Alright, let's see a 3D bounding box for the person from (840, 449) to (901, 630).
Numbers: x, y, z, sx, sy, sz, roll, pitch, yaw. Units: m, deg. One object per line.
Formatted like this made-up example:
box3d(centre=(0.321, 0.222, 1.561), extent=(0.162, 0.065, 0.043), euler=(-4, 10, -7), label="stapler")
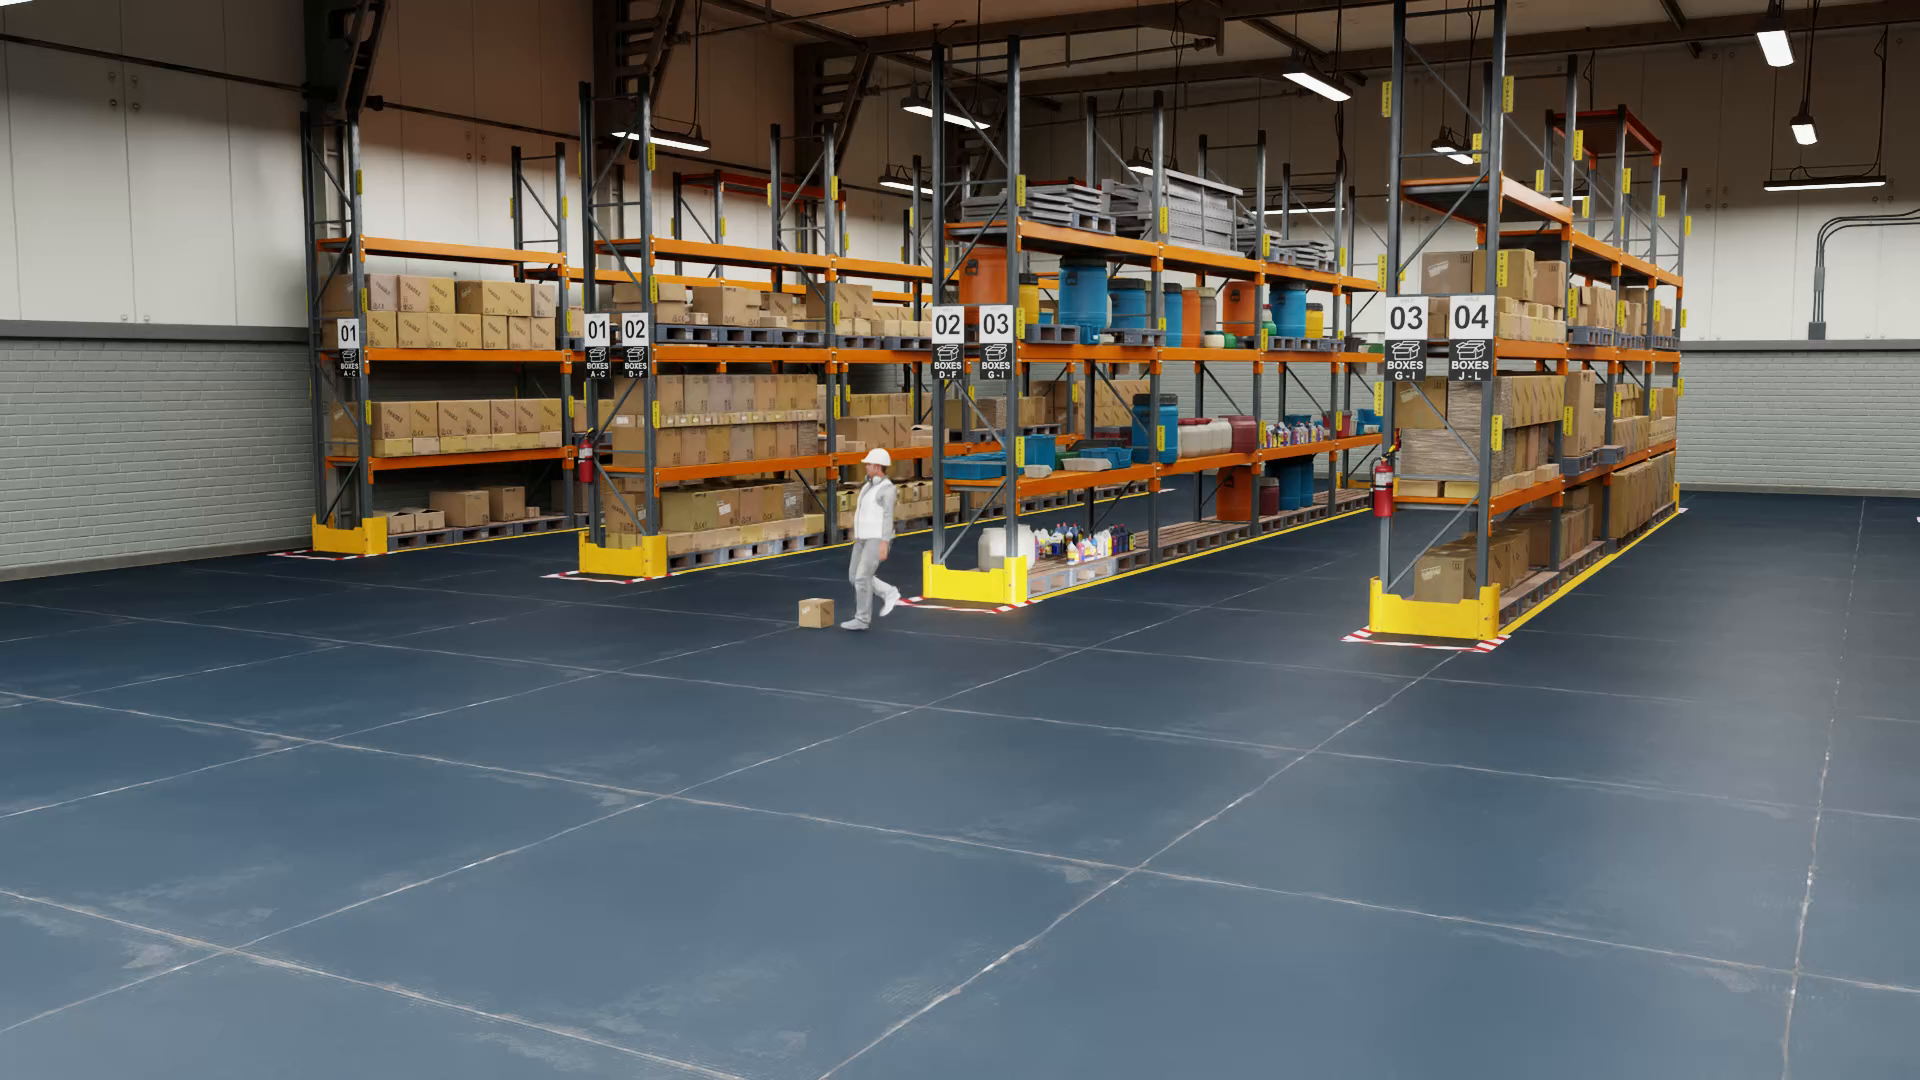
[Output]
box3d(centre=(-0.861, -0.015, 16.213), extent=(0.753, 1.750, 0.549), euler=(-3, 7, -30), label="person")
